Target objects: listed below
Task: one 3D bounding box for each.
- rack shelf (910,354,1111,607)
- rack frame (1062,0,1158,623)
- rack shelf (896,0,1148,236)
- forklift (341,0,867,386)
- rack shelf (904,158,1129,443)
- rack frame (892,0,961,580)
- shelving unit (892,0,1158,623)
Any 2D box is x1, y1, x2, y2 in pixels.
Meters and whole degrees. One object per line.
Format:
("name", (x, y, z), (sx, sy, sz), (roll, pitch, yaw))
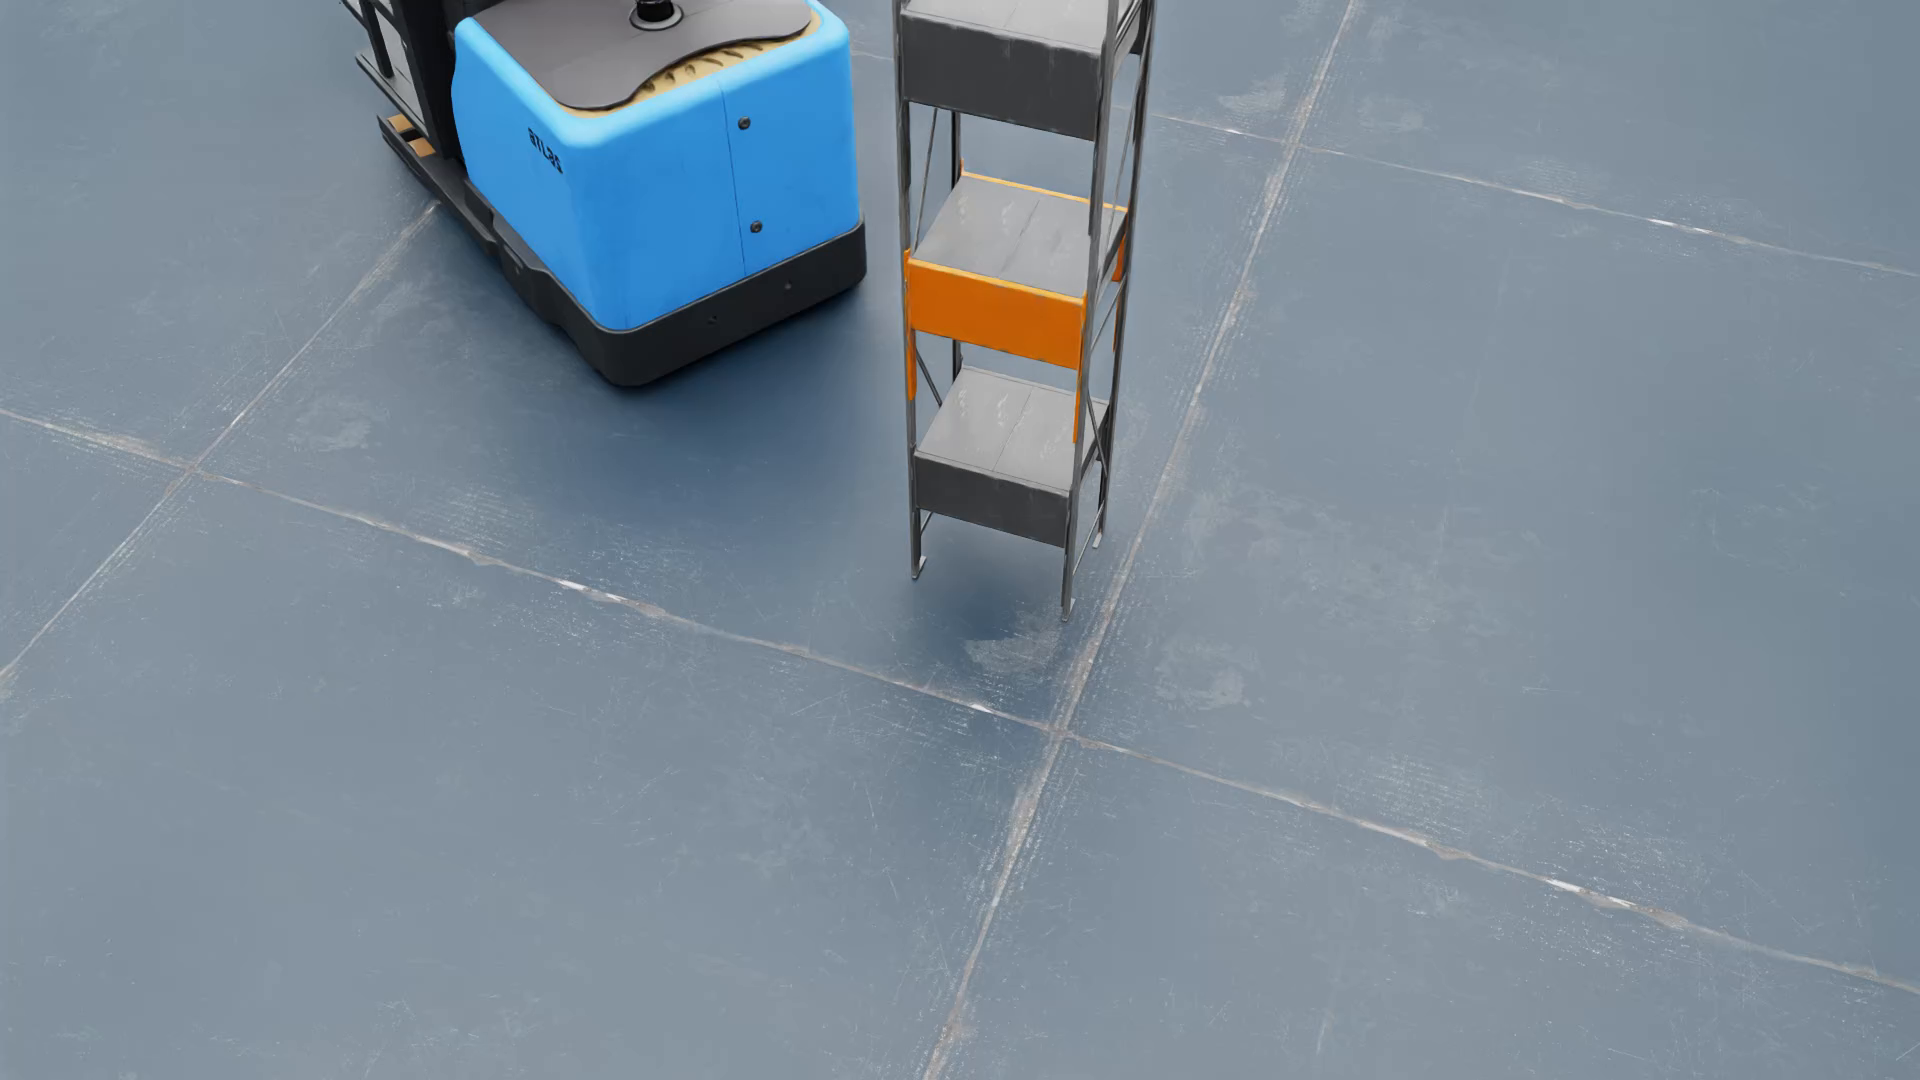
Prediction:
("rack shelf", (0.155, -0.177, 4.958), (0.480, 0.518, 0.431), (16, 51, 13))
("rack frame", (0.384, -0.580, 4.364), (0.015, 2.100, 0.400), (16, 51, 13))
("rack shelf", (0.155, -1.094, 3.900), (0.480, 0.518, 0.431), (16, 51, 13))
("forklift", (-1.616, -2.552, 5.523), (1.130, 2.935, 3.031), (-29, 55, -23))
("rack shelf", (0.155, -0.635, 4.429), (0.480, 0.518, 0.431), (16, 51, 13))
("rack frame", (-0.074, -0.708, 4.474), (0.015, 2.100, 0.400), (16, 51, 13))
("shelving unit", (0.155, -0.644, 4.419), (0.503, 2.100, 0.431), (16, 51, 13))
